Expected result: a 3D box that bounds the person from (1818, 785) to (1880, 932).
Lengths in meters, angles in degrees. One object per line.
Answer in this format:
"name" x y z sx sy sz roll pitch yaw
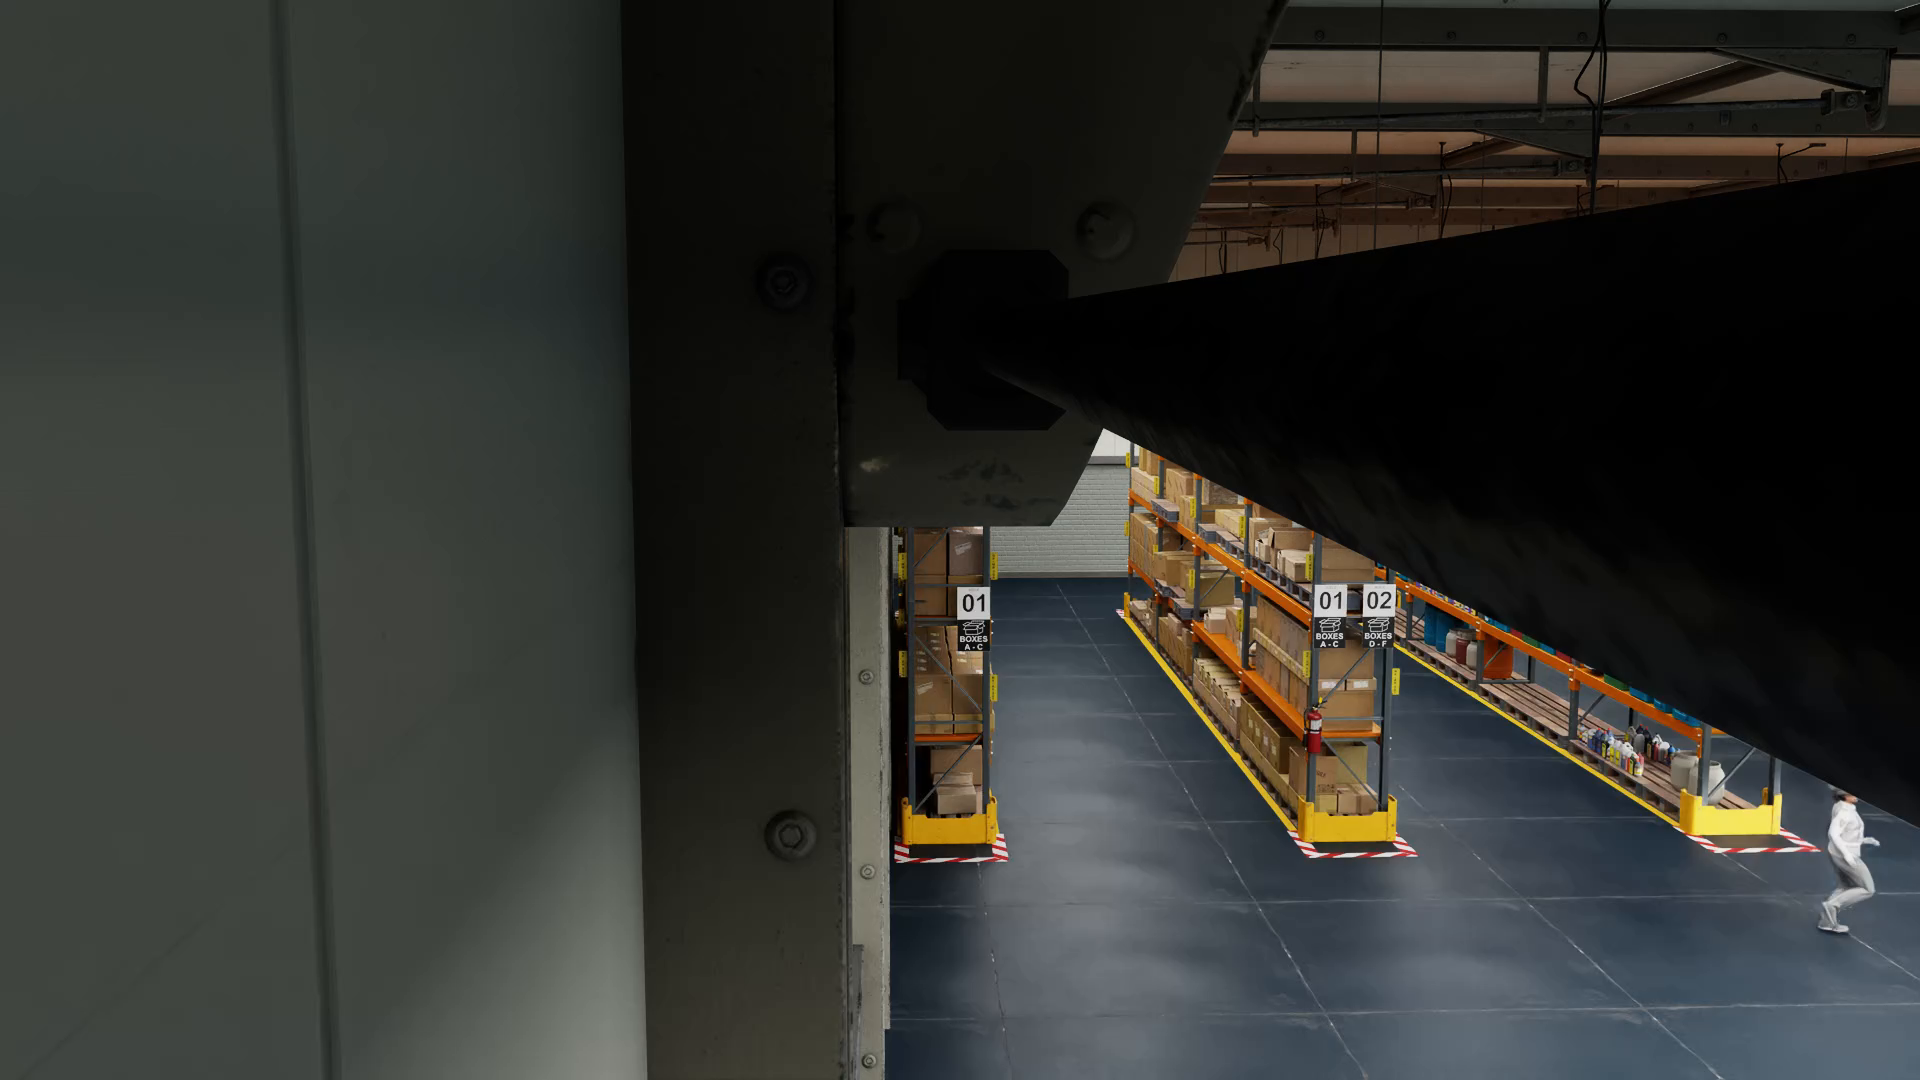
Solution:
"person" 9.298 3.292 17.345 0.534 1.648 0.600 2 8 16
